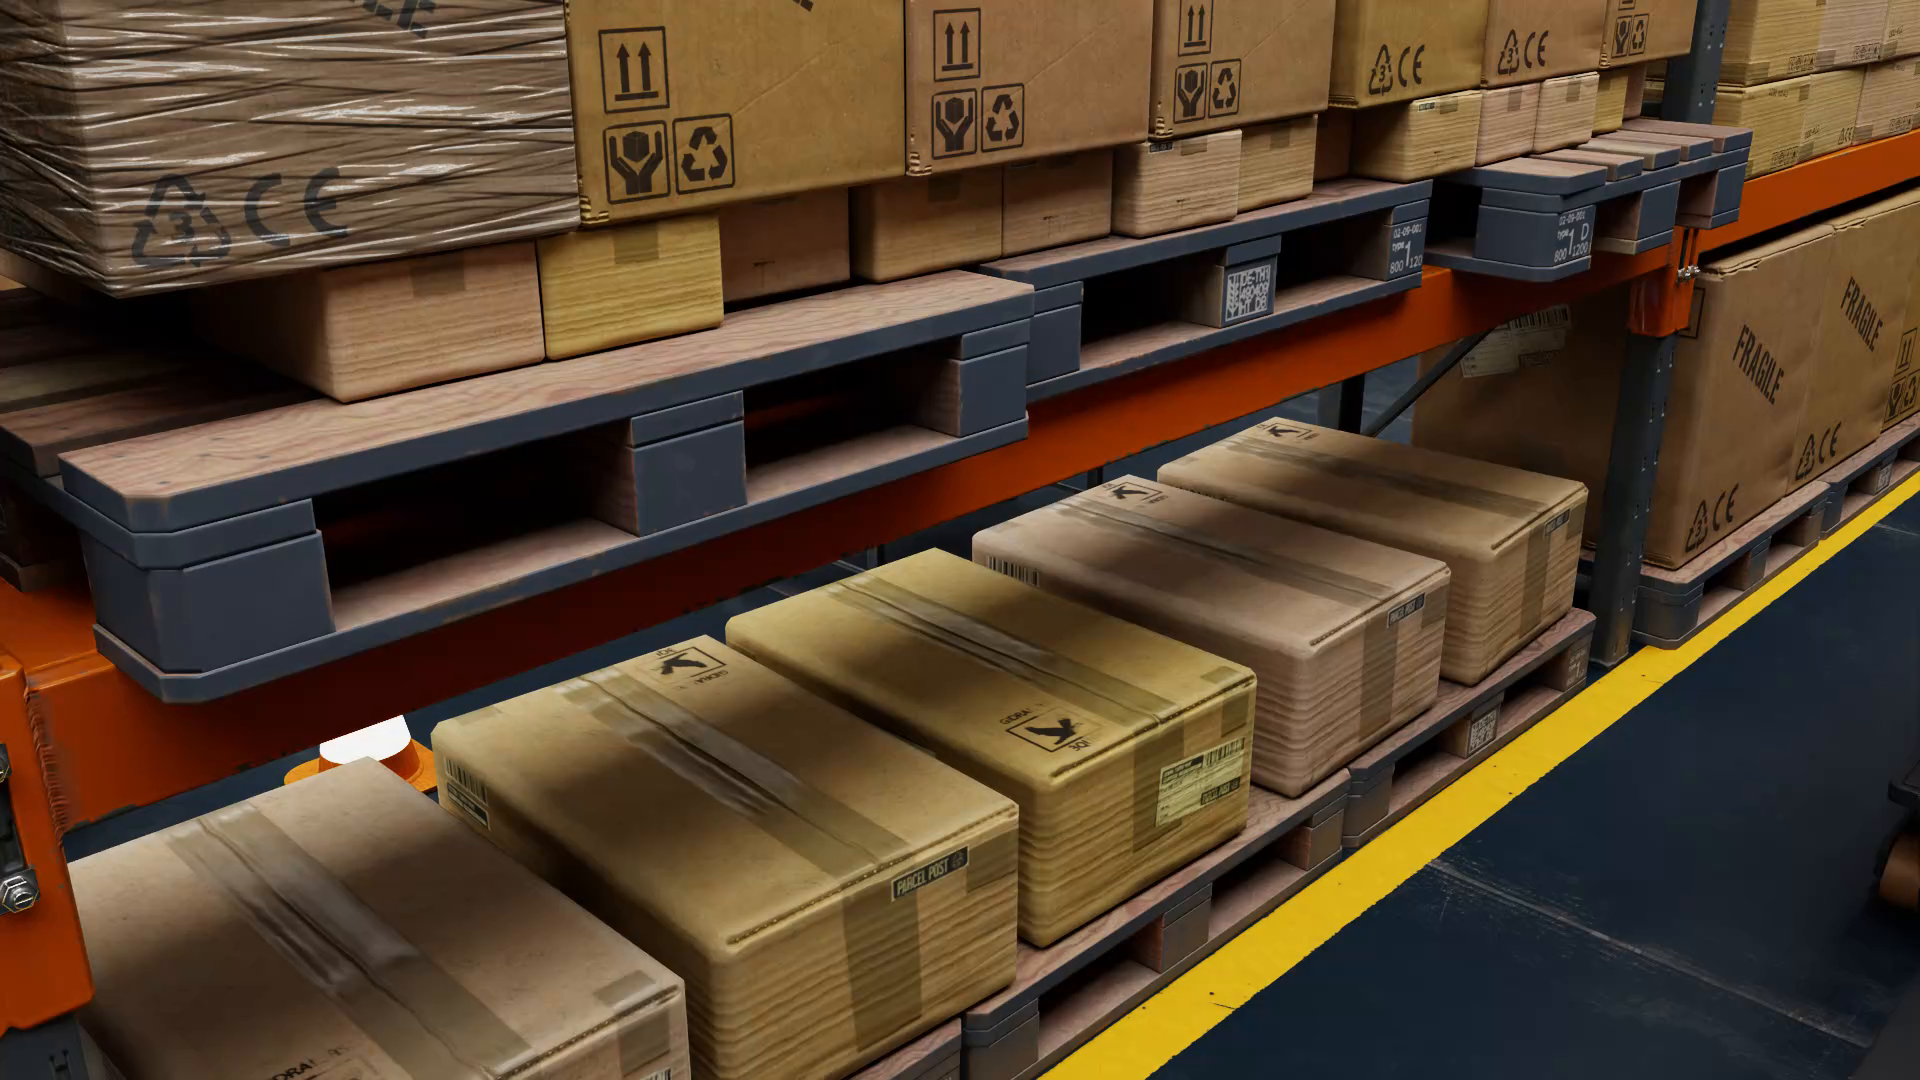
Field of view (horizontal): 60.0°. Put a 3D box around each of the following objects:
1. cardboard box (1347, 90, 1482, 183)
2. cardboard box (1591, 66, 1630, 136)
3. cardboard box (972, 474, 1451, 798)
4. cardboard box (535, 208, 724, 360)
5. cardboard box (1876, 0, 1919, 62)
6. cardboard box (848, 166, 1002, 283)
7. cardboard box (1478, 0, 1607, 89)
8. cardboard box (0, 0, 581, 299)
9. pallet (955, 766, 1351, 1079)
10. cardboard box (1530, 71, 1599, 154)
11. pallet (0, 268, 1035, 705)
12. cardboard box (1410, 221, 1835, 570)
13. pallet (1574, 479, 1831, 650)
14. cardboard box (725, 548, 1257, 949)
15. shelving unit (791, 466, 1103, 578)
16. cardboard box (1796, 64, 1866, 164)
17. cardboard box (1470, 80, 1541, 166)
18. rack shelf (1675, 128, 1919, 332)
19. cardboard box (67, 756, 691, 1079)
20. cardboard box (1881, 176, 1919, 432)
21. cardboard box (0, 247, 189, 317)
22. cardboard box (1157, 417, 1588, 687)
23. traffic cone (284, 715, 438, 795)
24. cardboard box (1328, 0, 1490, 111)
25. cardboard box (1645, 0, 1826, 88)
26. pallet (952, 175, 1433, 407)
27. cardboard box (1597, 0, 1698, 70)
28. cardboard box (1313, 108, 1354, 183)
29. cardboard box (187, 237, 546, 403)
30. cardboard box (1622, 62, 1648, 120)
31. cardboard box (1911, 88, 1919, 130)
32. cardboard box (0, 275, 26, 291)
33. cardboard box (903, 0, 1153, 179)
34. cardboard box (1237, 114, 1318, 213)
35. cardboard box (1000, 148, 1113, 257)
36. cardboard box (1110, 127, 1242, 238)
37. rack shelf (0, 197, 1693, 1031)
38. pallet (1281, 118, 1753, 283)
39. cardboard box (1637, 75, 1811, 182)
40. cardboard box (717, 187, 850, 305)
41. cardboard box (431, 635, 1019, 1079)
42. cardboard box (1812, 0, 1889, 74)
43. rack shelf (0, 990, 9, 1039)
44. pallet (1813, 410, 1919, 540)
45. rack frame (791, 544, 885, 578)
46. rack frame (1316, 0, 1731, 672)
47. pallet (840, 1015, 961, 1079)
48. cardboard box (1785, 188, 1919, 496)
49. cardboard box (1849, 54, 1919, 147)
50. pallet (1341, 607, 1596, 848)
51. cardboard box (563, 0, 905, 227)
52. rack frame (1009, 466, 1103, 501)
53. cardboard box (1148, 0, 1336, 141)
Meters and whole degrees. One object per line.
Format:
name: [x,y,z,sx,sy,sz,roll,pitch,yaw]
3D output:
cardboard box: [0.786,-0.811,3.269,0.250,0.149,0.380,-20,28,-41]
cardboard box: [1.293,-1.024,3.823,0.250,0.149,0.380,-20,28,-41]
cardboard box: [0.578,0.189,3.979,0.950,0.372,0.625,19,28,40]
cardboard box: [-0.509,-0.351,2.072,0.250,0.149,0.380,-19,28,-41]
cardboard box: [2.737,-1.665,5.238,0.500,0.250,0.500,19,28,40]
cardboard box: [-0.157,-0.499,2.456,0.250,0.149,0.380,-20,28,-41]
cardboard box: [1.018,-1.235,3.468,0.500,0.500,0.500,19,28,40]
cardboard box: [-0.769,-0.578,1.758,0.500,0.500,0.500,-19,28,-41]
pallet: [0.091,0.638,3.619,1.003,0.211,1.213,19,28,41]
cardboard box: [1.150,-0.948,3.626,0.380,0.149,0.250,19,28,40]
pallet: [-0.664,-0.218,2.228,1.003,0.211,1.213,19,28,41]
cardboard box: [2.030,-0.537,5.166,0.875,0.875,0.875,19,28,40]
pallet: [2.093,-0.058,5.431,1.003,0.211,1.213,19,28,41]
cardboard box: [0.045,0.383,3.475,0.625,0.372,0.950,-19,28,-40]
shelving unit: [-0.059,-0.678,5.248,0.538,1.500,1.048,19,28,41]
cardboard box: [2.356,-1.305,4.998,0.500,0.250,0.500,18,28,39]
cardboard box: [0.968,-0.886,3.463,0.380,0.149,0.250,18,27,38]
rack shelf: [2.884,-1.354,5.919,1.077,0.370,4.000,19,28,41]
cardboard box: [-0.938,0.748,2.526,0.950,0.372,0.625,20,29,41]
cardboard box: [3.279,-0.995,6.358,0.875,0.875,0.875,-19,28,-40]
cardboard box: [-1.141,-0.428,2.271,0.250,0.149,0.380,-20,28,-41]
cardboard box: [1.087,-0.002,4.477,0.950,0.372,0.625,17,27,37]
traffic cone: [-1.440,0.367,3.973,0.336,0.463,0.334,19,28,41]
cardboard box: [0.667,-1.105,3.130,0.500,0.500,0.500,17,27,37]
cardboard box: [2.019,-1.408,4.568,0.500,0.250,0.500,19,28,40]
pallet: [0.137,-0.567,3.136,1.003,0.211,1.213,19,28,41]
cardboard box: [1.371,-1.371,3.821,0.500,0.500,0.500,18,28,39]
cardboard box: [0.521,-0.778,3.183,0.380,0.149,0.250,20,28,41]
cardboard box: [-0.690,-0.289,1.911,0.250,0.149,0.380,-20,28,-41]
cardboard box: [1.428,-1.111,4.050,0.250,0.149,0.380,-19,28,-40]
cardboard box: [3.068,-1.566,5.677,0.500,0.250,0.500,19,28,41]
cardboard box: [-3.875,-0.935,6.378,1.050,0.750,0.750,19,28,41]
cardboard box: [-0.066,-0.830,2.415,0.500,0.500,0.500,19,28,40]
cardboard box: [0.404,-0.693,2.962,0.380,0.149,0.250,18,27,39]
cardboard box: [0.017,-0.562,2.621,0.380,0.149,0.250,20,28,41]
cardboard box: [0.239,-0.617,2.765,0.250,0.149,0.380,-19,28,-40]
rack shelf: [0.093,-0.326,3.244,1.077,0.370,4.000,19,28,41]
pallet: [1.068,-0.876,3.941,1.213,0.211,1.003,19,28,41]
cardboard box: [2.010,-1.169,4.643,0.500,0.250,0.500,19,28,40]
cardboard box: [-0.366,-0.443,2.312,0.250,0.149,0.380,-18,27,-39]
cardboard box: [-0.439,0.562,3.009,0.625,0.372,0.950,-18,27,-39]
cardboard box: [2.380,-1.540,4.913,0.500,0.250,0.500,-19,28,-41]
rack shelf: [-2.697,0.702,0.569,1.077,0.370,4.000,19,28,41]
pallet: [2.944,-0.370,6.243,1.003,0.211,1.213,19,28,41]
rack frame: [-0.414,-0.547,4.908,0.500,1.500,0.032,19,28,41]
rack frame: [1.489,-1.176,4.453,1.000,3.000,0.127,19,28,41]
pallet: [-0.760,0.954,2.799,1.003,0.211,1.213,19,28,41]
cardboard box: [2.655,-0.765,5.760,0.875,0.875,0.875,20,29,41]
cardboard box: [2.726,-1.438,5.345,0.500,0.250,0.500,-19,28,-40]
pallet: [0.942,0.326,4.431,1.003,0.211,1.213,19,28,41]
cardboard box: [-0.420,-0.707,2.093,0.500,0.500,0.500,19,28,41]
rack frame: [0.295,-0.809,5.588,0.500,1.500,0.032,19,28,41]
cardboard box: [0.285,-0.965,2.765,0.500,0.500,0.500,18,27,39]
